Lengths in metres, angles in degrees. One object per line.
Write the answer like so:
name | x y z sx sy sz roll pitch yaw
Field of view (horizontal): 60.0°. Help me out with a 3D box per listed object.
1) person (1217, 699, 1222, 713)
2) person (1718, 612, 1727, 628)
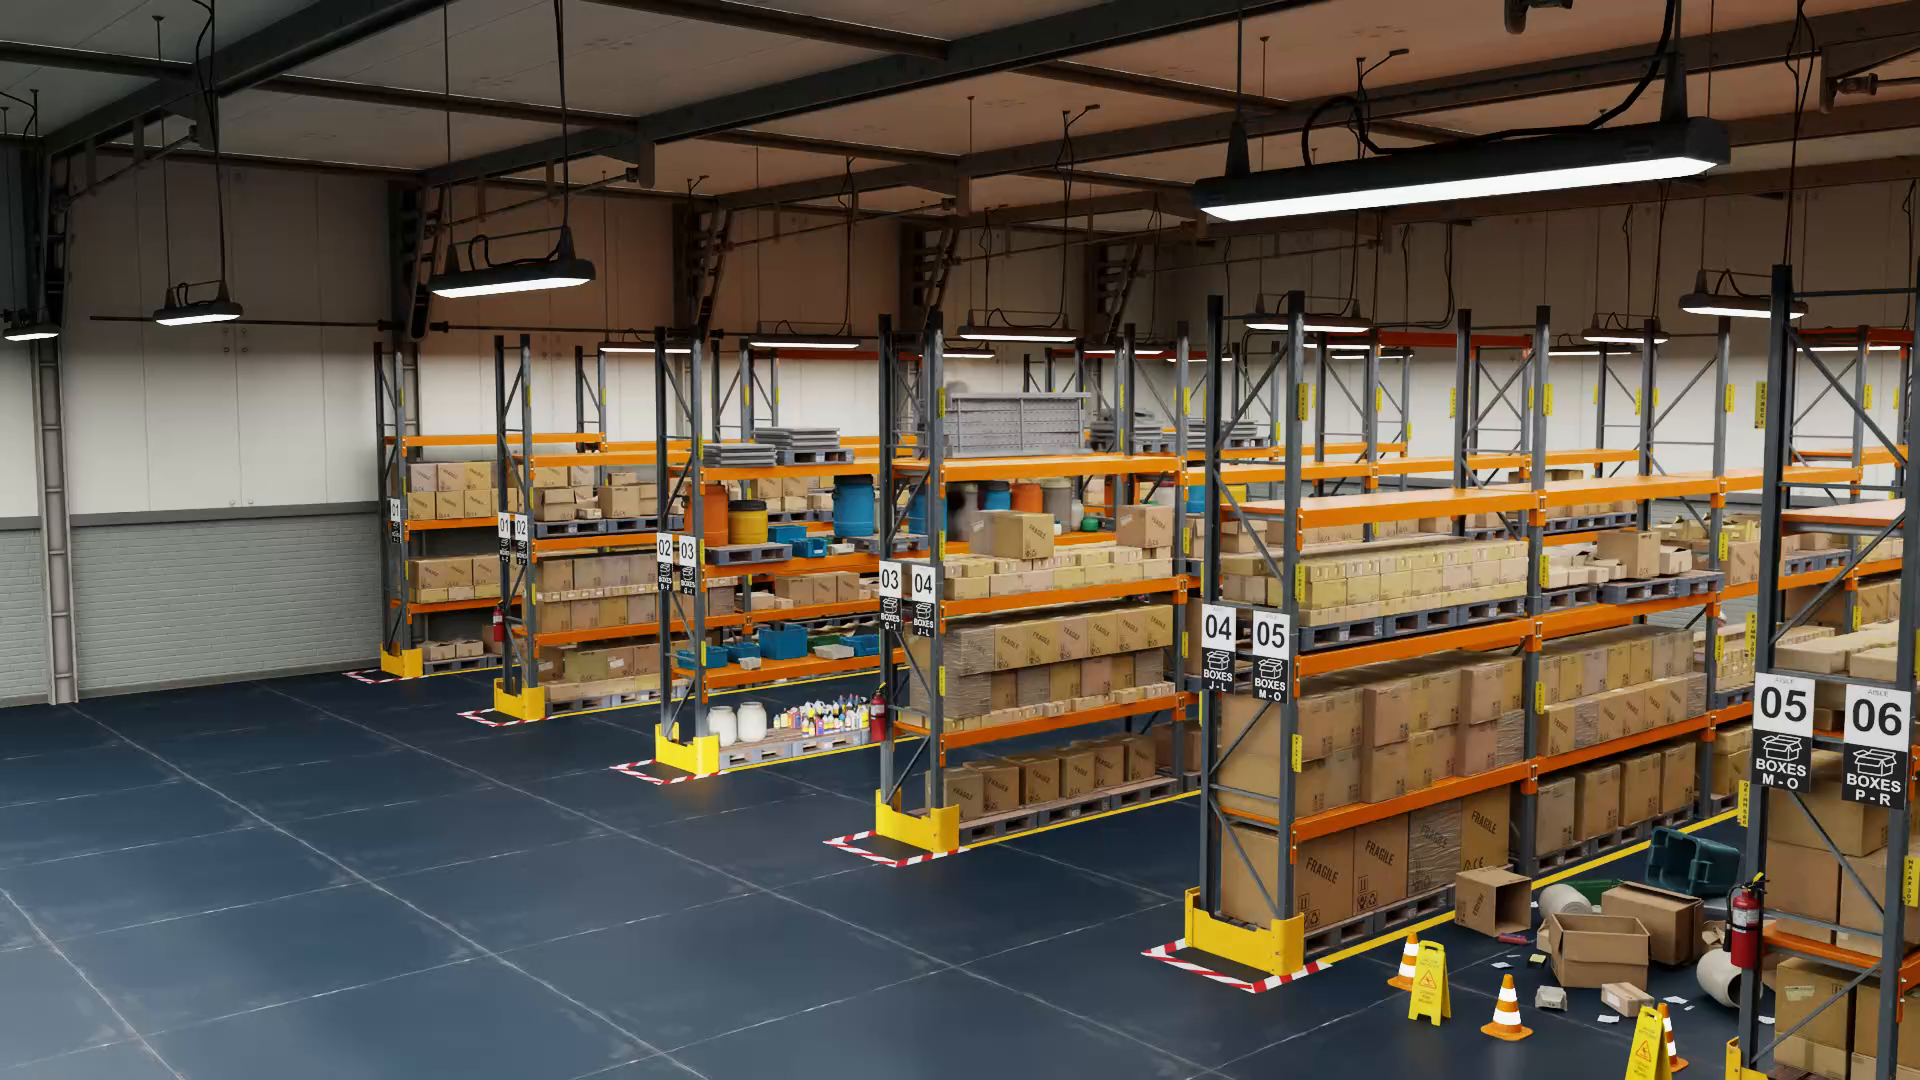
person | 3.727 1.812 24.447 0.683 1.799 0.837 4 7 39
person | 11.524 1.984 25.144 0.938 1.826 0.674 -3 6 -32
